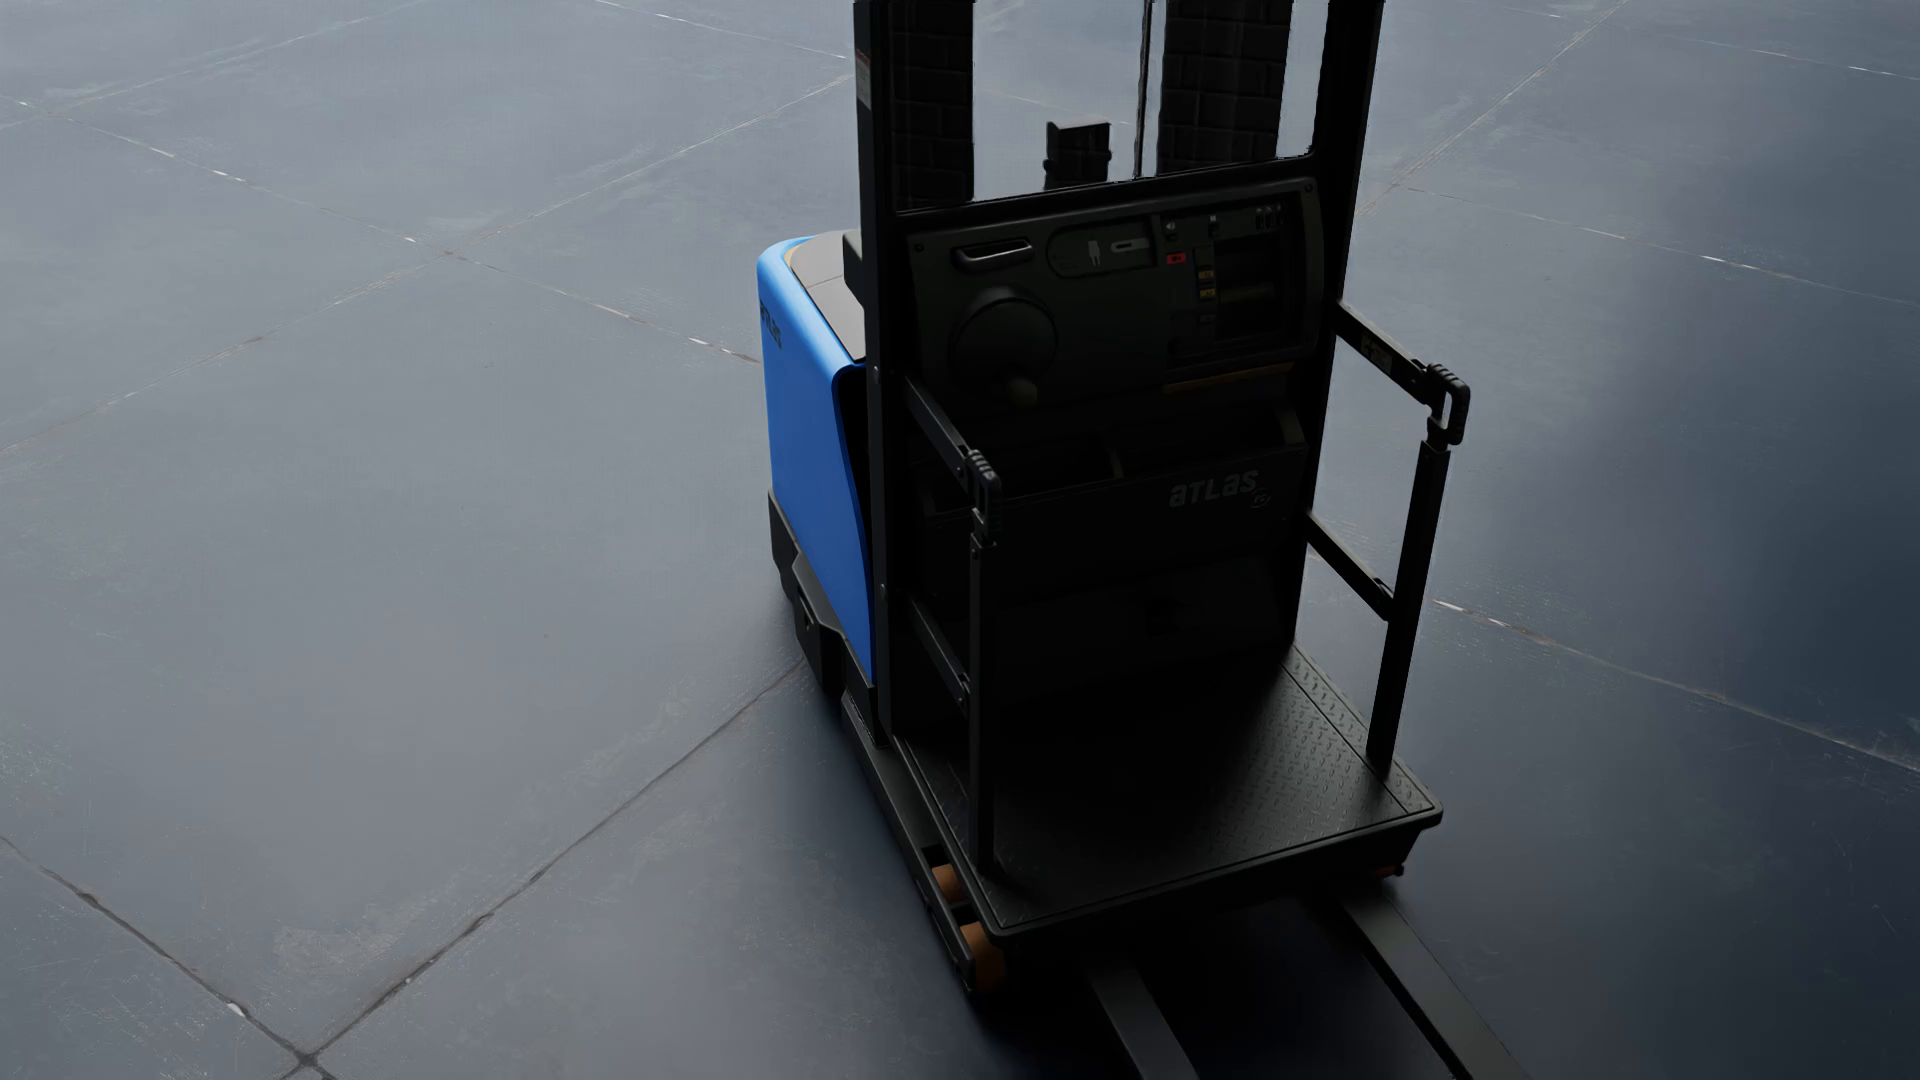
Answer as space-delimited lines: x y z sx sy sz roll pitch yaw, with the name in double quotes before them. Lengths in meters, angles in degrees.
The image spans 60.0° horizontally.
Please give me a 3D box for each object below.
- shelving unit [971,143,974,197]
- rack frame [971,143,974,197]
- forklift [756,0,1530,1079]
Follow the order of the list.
"shelving unit" -0.109 -0.641 5.125 0.258 1.200 0.189 21 39 28
"rack frame" -0.057 -0.683 5.188 0.240 1.200 0.006 21 39 28
"forklift" 0.416 -0.456 3.309 1.130 2.935 3.031 -12 36 -17
